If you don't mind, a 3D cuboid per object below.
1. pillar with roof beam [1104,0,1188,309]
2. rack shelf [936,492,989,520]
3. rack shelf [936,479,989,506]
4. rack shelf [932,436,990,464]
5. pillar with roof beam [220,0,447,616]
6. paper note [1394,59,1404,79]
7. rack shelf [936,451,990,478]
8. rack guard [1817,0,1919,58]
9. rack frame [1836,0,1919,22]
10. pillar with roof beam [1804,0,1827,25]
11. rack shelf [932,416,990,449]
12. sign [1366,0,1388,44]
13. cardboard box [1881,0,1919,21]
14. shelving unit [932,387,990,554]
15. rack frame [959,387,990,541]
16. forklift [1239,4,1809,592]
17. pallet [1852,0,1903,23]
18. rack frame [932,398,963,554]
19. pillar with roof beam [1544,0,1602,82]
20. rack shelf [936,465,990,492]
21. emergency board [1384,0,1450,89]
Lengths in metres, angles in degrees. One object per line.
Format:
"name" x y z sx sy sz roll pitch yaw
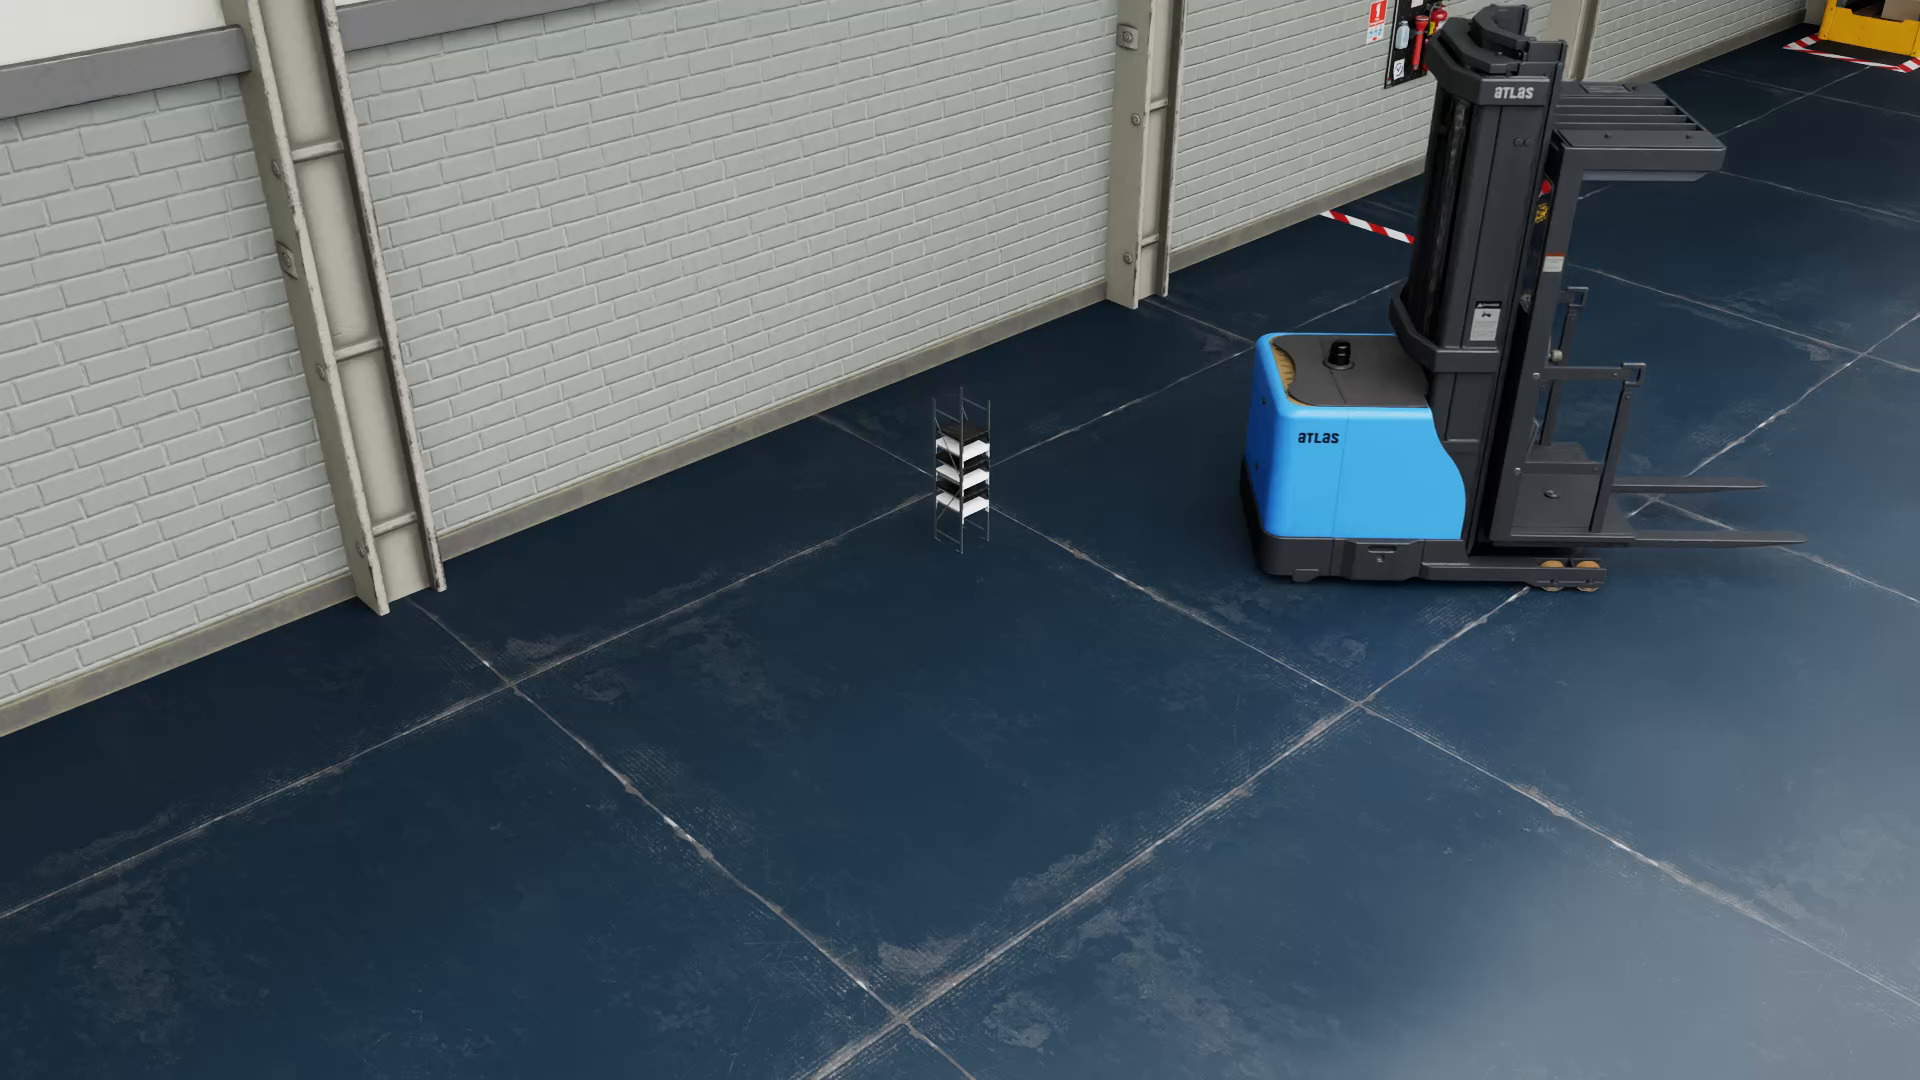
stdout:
"pillar with roof beam" 4.259 -4.042 7.568 0.400 9.000 9.100 -26 40 -35
"rack shelf" 0.006 -0.205 9.466 0.200 0.077 0.258 -26 40 -35
"rack shelf" 0.006 -0.282 9.419 0.200 0.077 0.258 -26 40 -35
"rack shelf" 0.006 -0.512 9.278 0.200 0.077 0.258 -26 40 -35
"pillar with roof beam" -0.141 -1.914 4.088 0.400 9.000 9.100 -26 40 -35
"paper note" 3.717 -3.983 14.068 0.142 0.148 0.016 -26 40 -35
"rack shelf" 0.006 -0.435 9.325 0.200 0.077 0.258 -26 40 -35
"rack guard" 10.262 -5.767 18.536 0.348 0.500 1.175 -26 40 -35
"rack frame" 10.206 -6.806 17.840 0.127 3.000 1.000 -26 40 -35
"pillar with roof beam" 13.058 -8.298 14.529 0.400 9.000 9.100 -26 40 -35
"rack shelf" 0.006 -0.589 9.231 0.200 0.077 0.258 -26 40 -35
"sign" 3.418 -4.254 13.632 0.234 0.329 0.001 -26 40 -35
"cardboard box" 10.774 -6.058 18.772 0.500 0.311 0.500 24 39 34
"shelving unit" 0.006 -0.387 9.354 0.210 0.900 0.258 -26 40 -35
"rack frame" 0.081 -0.423 9.413 0.006 0.900 0.240 -26 40 -35
"forklift" 3.172 -1.250 8.818 3.031 2.935 1.130 1 31 1
"pallet" 10.881 -5.918 19.061 1.213 0.211 1.003 -26 40 -35
"rack frame" -0.069 -0.351 9.295 0.006 0.900 0.240 -26 40 -35
"pillar with roof beam" 8.658 -6.170 11.049 0.400 9.000 9.100 -26 40 -35
"rack shelf" 0.006 -0.358 9.372 0.200 0.077 0.258 -26 40 -35
"emergency board" 3.893 -4.395 13.897 0.643 1.169 0.194 -26 40 -35
